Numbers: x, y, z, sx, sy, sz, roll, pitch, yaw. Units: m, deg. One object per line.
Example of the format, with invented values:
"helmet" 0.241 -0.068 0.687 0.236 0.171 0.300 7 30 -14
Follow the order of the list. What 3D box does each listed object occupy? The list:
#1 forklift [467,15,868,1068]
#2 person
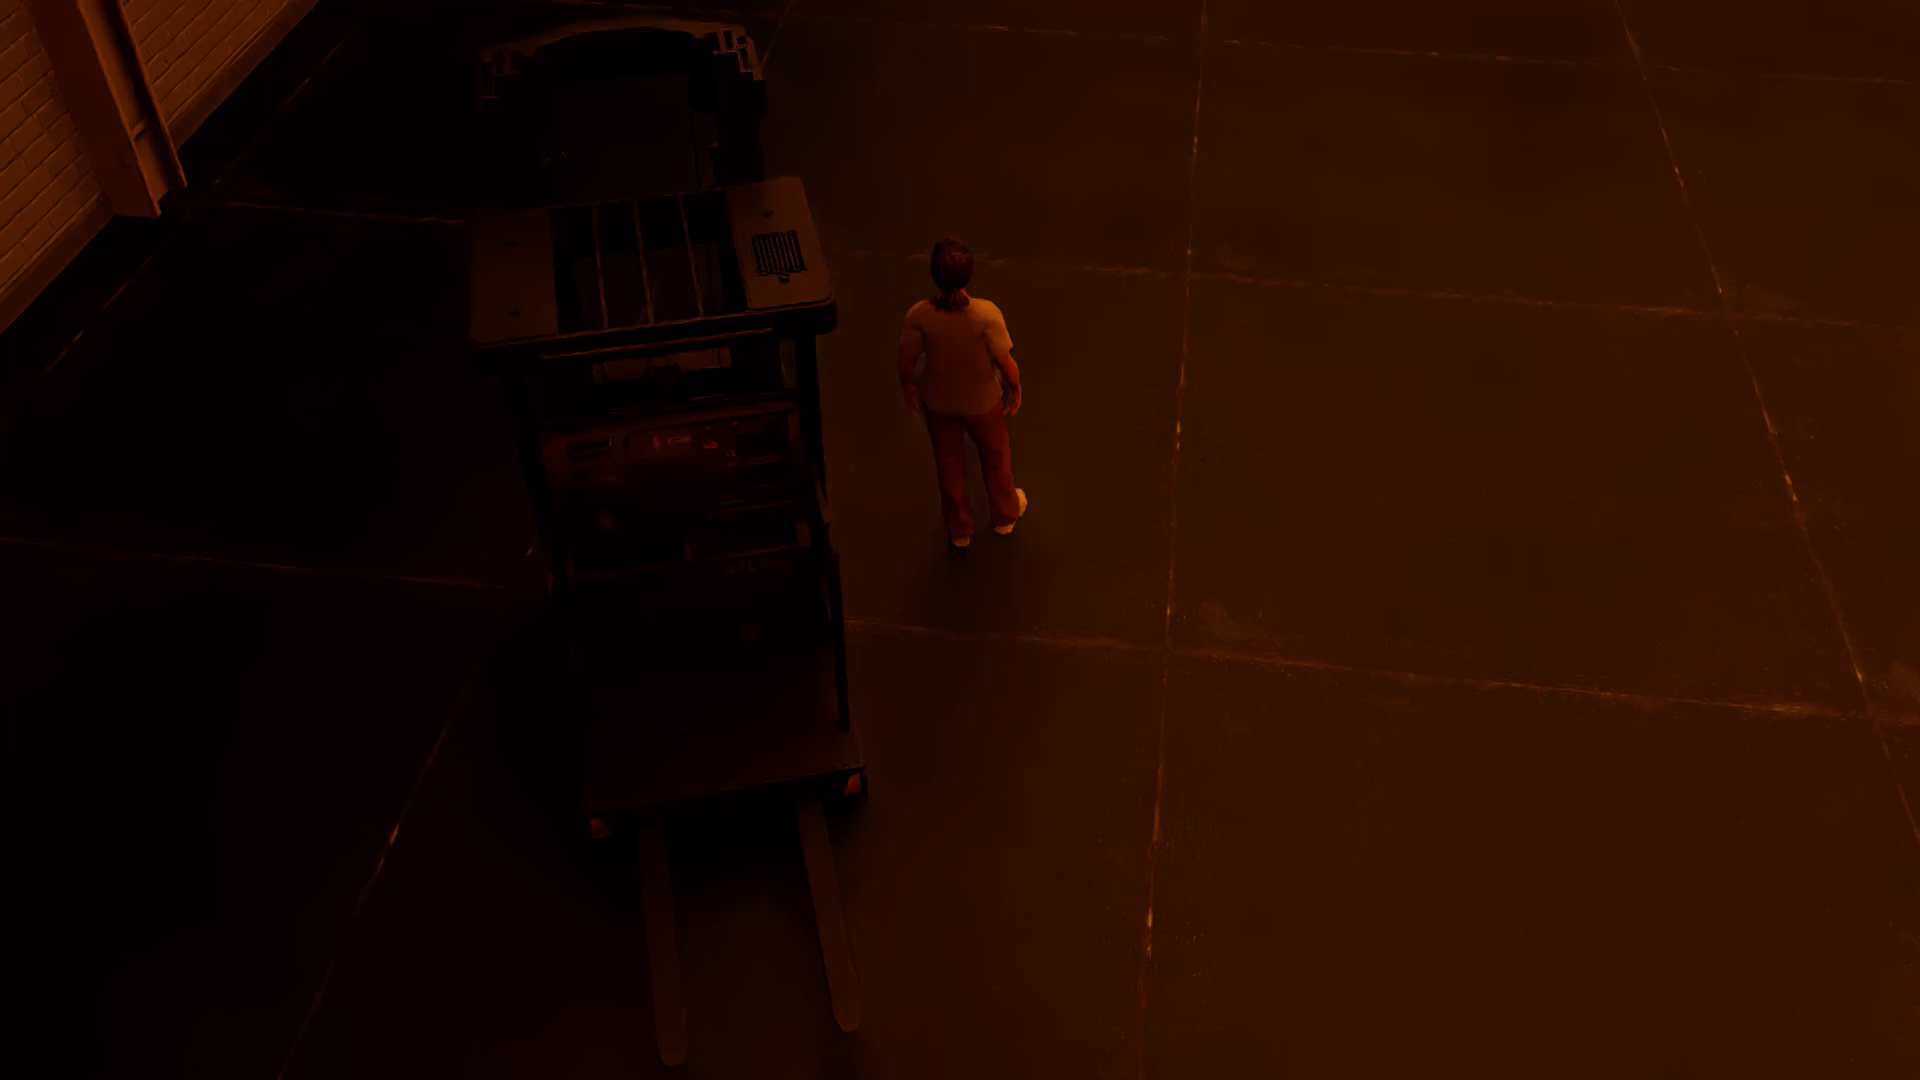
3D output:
"forklift" -0.994 -0.181 5.921 1.130 2.935 3.031 -8 43 -9
"person" 0.021 -0.671 7.372 0.554 1.674 0.548 5 43 6
